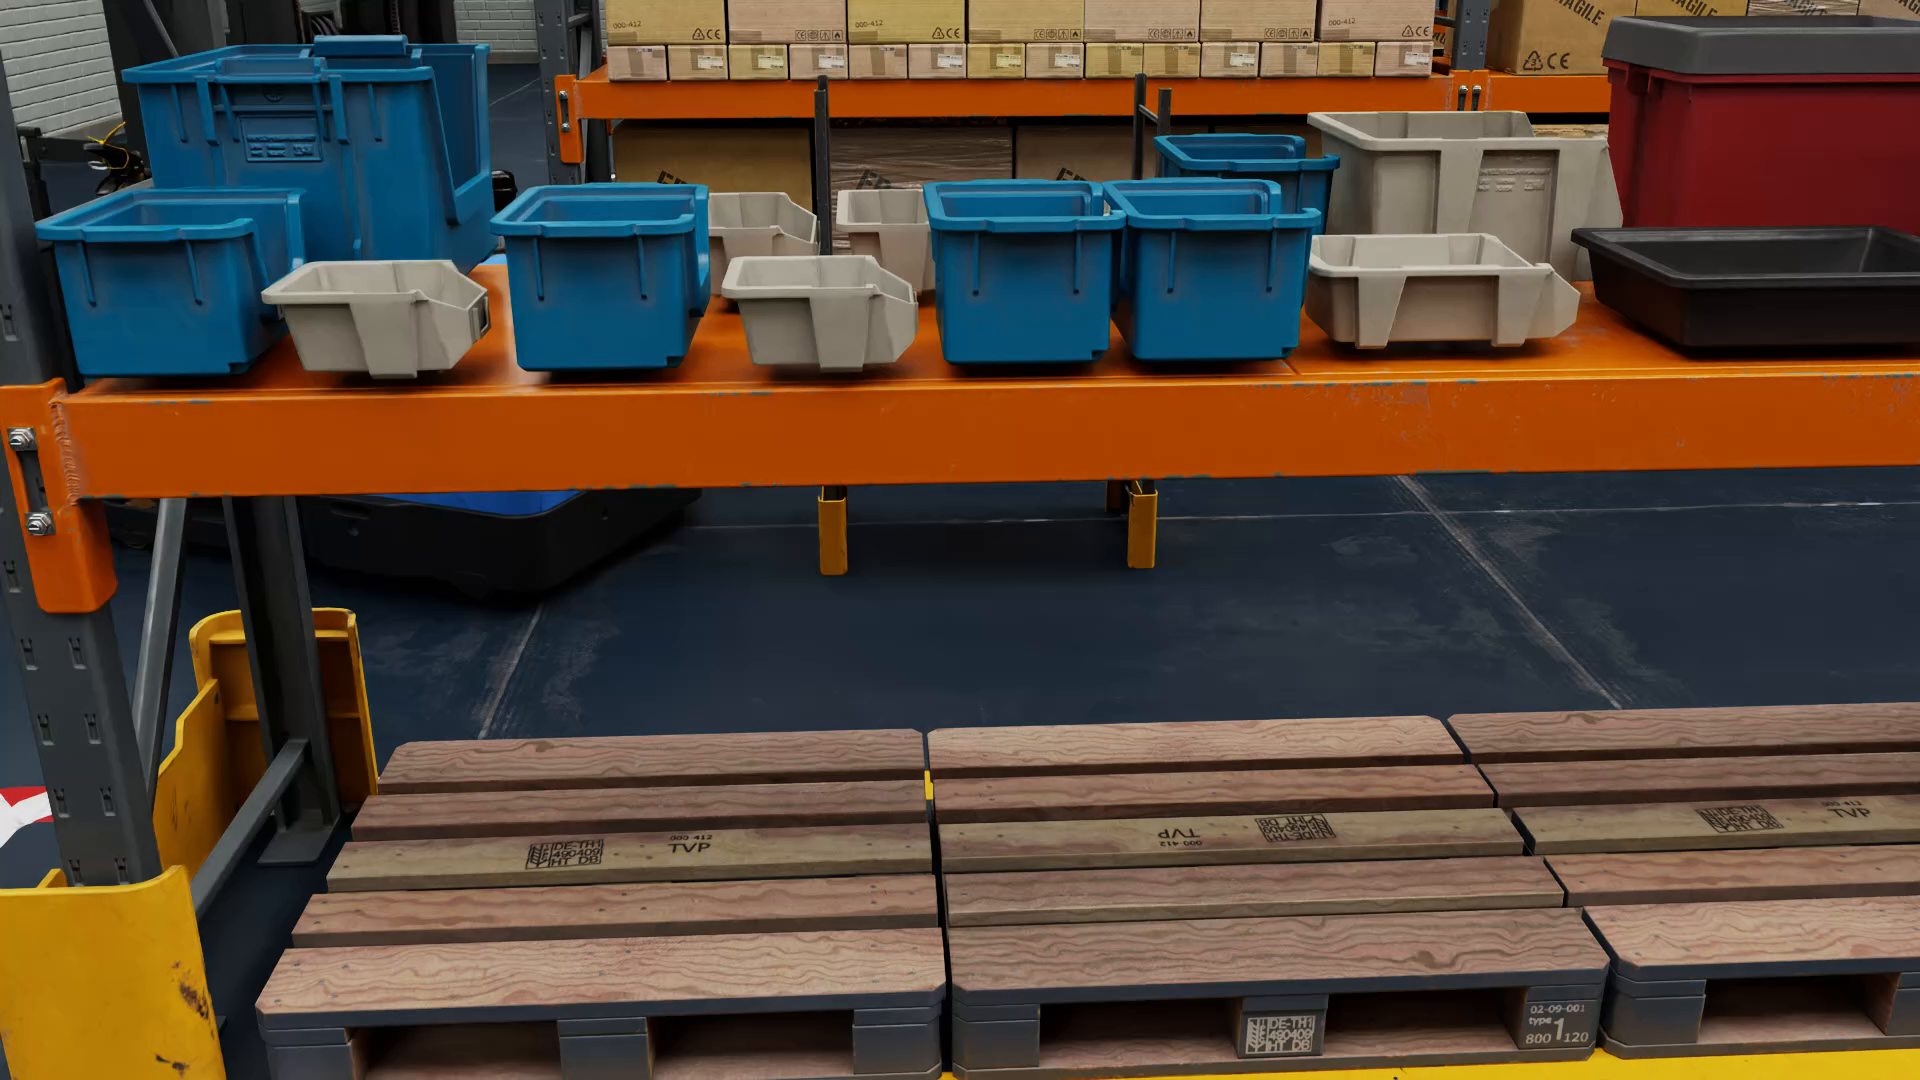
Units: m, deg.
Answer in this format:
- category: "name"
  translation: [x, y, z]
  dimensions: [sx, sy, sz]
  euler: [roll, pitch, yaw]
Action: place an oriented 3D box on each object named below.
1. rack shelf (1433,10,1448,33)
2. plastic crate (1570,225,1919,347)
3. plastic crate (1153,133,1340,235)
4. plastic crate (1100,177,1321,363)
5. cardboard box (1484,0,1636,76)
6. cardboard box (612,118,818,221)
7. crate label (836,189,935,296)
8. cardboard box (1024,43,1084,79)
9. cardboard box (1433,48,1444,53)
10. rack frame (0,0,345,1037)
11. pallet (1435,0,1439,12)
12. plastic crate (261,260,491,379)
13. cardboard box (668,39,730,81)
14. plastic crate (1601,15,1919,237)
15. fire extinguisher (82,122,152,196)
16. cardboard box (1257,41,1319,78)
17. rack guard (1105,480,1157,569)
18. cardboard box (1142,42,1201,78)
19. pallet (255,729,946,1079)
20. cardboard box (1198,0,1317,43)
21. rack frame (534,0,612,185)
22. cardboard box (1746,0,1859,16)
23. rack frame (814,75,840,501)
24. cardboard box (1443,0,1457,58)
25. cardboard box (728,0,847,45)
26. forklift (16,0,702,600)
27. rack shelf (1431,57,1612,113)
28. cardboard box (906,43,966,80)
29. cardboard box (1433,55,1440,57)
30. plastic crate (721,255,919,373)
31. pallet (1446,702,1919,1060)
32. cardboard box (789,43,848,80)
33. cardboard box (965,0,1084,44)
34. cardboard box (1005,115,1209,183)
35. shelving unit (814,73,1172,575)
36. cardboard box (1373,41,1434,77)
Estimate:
- category: "rack shelf"
  translation: [4.041, -3.883, 12.616]
  dimensions: [4.000, 0.370, 1.077]
  euler: [-1, 21, -3]
- category: "plastic crate"
  translation: [1.408, -0.437, 2.854]
  dimensions: [0.590, 0.125, 0.437]
  euler: [-1, 21, -3]
- category: "plastic crate"
  translation: [0.552, -0.657, 3.281]
  dimensions: [0.300, 0.233, 0.416]
  euler: [-1, 21, -3]
- category: "plastic crate"
  translation: [0.396, -0.445, 2.725]
  dimensions: [0.300, 0.233, 0.416]
  euler: [-1, 21, -3]
- category: "cardboard box"
  translation: [2.701, -2.382, 7.521]
  dimensions: [0.500, 0.500, 0.500]
  euler: [-1, 21, -3]
- category: "cardboard box"
  translation: [-1.132, -1.578, 7.947]
  dimensions: [0.875, 0.875, 0.875]
  euler: [-1, 21, -3]
- category: "crate label"
  translation: [-0.113, -0.575, 3.201]
  dimensions: [0.243, 0.136, 0.396]
  euler: [-1, 21, -3]
- category: "cardboard box"
  translation: [0.404, -2.144, 7.389]
  dimensions: [0.250, 0.149, 0.380]
  euler: [-1, 21, -2]
- category: "cardboard box"
  translation: [3.815, -3.684, 12.950]
  dimensions: [0.500, 0.250, 0.500]
  euler: [-2, 21, -5]
- category: "rack frame"
  translation: [-1.484, -0.574, 2.913]
  dimensions: [0.127, 3.000, 1.000]
  euler: [-1, 21, -3]
- category: "pallet"
  translation: [2.816, -4.053, 12.320]
  dimensions: [1.213, 0.211, 1.003]
  euler: [-1, 21, -3]
- category: "plastic crate"
  translation: [-0.893, -0.344, 2.595]
  dimensions: [0.298, 0.136, 0.250]
  euler: [-1, 21, -3]
- category: "cardboard box"
  translation: [-1.137, -2.112, 7.305]
  dimensions: [0.250, 0.149, 0.380]
  euler: [-1, 21, -4]
- category: "plastic crate"
  translation: [1.604, -0.784, 3.291]
  dimensions: [0.583, 0.464, 0.402]
  euler: [-1, 21, -3]
- category: "fire extinguisher"
  translation: [-1.660, -0.522, 3.409]
  dimensions: [0.183, 0.674, 0.296]
  euler: [-1, 21, -3]
- category: "cardboard box"
  translation: [1.428, -2.164, 7.443]
  dimensions: [0.250, 0.149, 0.380]
  euler: [-2, 21, -4]
- category: "rack guard"
  translation: [0.573, -0.128, 5.607]
  dimensions: [0.087, 0.250, 0.587]
  euler: [-1, 21, -3]
- category: "cardboard box"
  translation: [0.914, -2.154, 7.415]
  dimensions: [0.250, 0.149, 0.380]
  euler: [-1, 21, -2]
- category: "pallet"
  translation: [-0.658, 0.726, 3.417]
  dimensions: [1.213, 0.211, 1.003]
  euler: [-1, 21, -3]
- category: "cardboard box"
  translation: [1.285, -2.370, 7.423]
  dimensions: [0.500, 0.250, 0.500]
  euler: [-1, 21, -1]
- category: "rack frame"
  translation: [-1.766, -2.334, 7.534]
  dimensions: [0.127, 3.000, 1.000]
  euler: [-1, 21, -3]
- category: "cardboard box"
  translation: [3.702, -2.403, 7.575]
  dimensions: [0.500, 0.500, 0.500]
  euler: [-2, 21, -4]
- category: "rack frame"
  translation: [-0.422, -0.692, 5.332]
  dimensions: [0.032, 1.500, 0.500]
  euler: [-1, 21, -3]
- category: "cardboard box"
  translation: [2.678, -2.568, 8.010]
  dimensions: [0.500, 0.500, 0.500]
  euler: [-1, 21, -3]
- category: "cardboard box"
  translation: [-0.753, -2.329, 7.316]
  dimensions: [0.500, 0.250, 0.500]
  euler: [-1, 21, -4]
- category: "forklift"
  translation: [-2.474, -1.505, 5.455]
  dimensions: [3.031, 2.935, 1.130]
  euler: [8, 22, 20]
- category: "rack shelf"
  translation: [4.224, -2.119, 7.983]
  dimensions: [4.000, 0.370, 1.077]
  euler: [-1, 21, -3]
- category: "cardboard box"
  translation: [-0.110, -2.133, 7.361]
  dimensions: [0.250, 0.149, 0.380]
  euler: [-1, 21, -4]
- category: "cardboard box"
  translation: [3.329, -3.490, 12.441]
  dimensions: [0.500, 0.250, 0.500]
  euler: [-1, 21, -2]
- category: "plastic crate"
  translation: [-0.216, -0.358, 2.631]
  dimensions: [0.298, 0.136, 0.250]
  euler: [-1, 21, -3]
- category: "pallet"
  translation: [1.778, 0.677, 3.547]
  dimensions: [1.213, 0.211, 1.003]
  euler: [-1, 21, -3]
- category: "cardboard box"
  translation: [-0.621, -2.123, 7.334]
  dimensions: [0.250, 0.149, 0.380]
  euler: [-1, 21, -4]
- category: "cardboard box"
  translation: [0.269, -2.351, 7.372]
  dimensions: [0.500, 0.250, 0.500]
  euler: [-2, 21, -4]
- category: "cardboard box"
  translation: [0.665, -1.615, 8.043]
  dimensions: [0.875, 0.875, 0.875]
  euler: [-1, 21, -3]
- category: "shelving unit"
  translation: [0.076, -0.702, 5.358]
  dimensions: [1.083, 1.500, 0.587]
  euler: [-1, 21, -3]
- category: "cardboard box"
  translation: [1.941, -2.175, 7.471]
  dimensions: [0.250, 0.149, 0.380]
  euler: [-1, 21, -3]
